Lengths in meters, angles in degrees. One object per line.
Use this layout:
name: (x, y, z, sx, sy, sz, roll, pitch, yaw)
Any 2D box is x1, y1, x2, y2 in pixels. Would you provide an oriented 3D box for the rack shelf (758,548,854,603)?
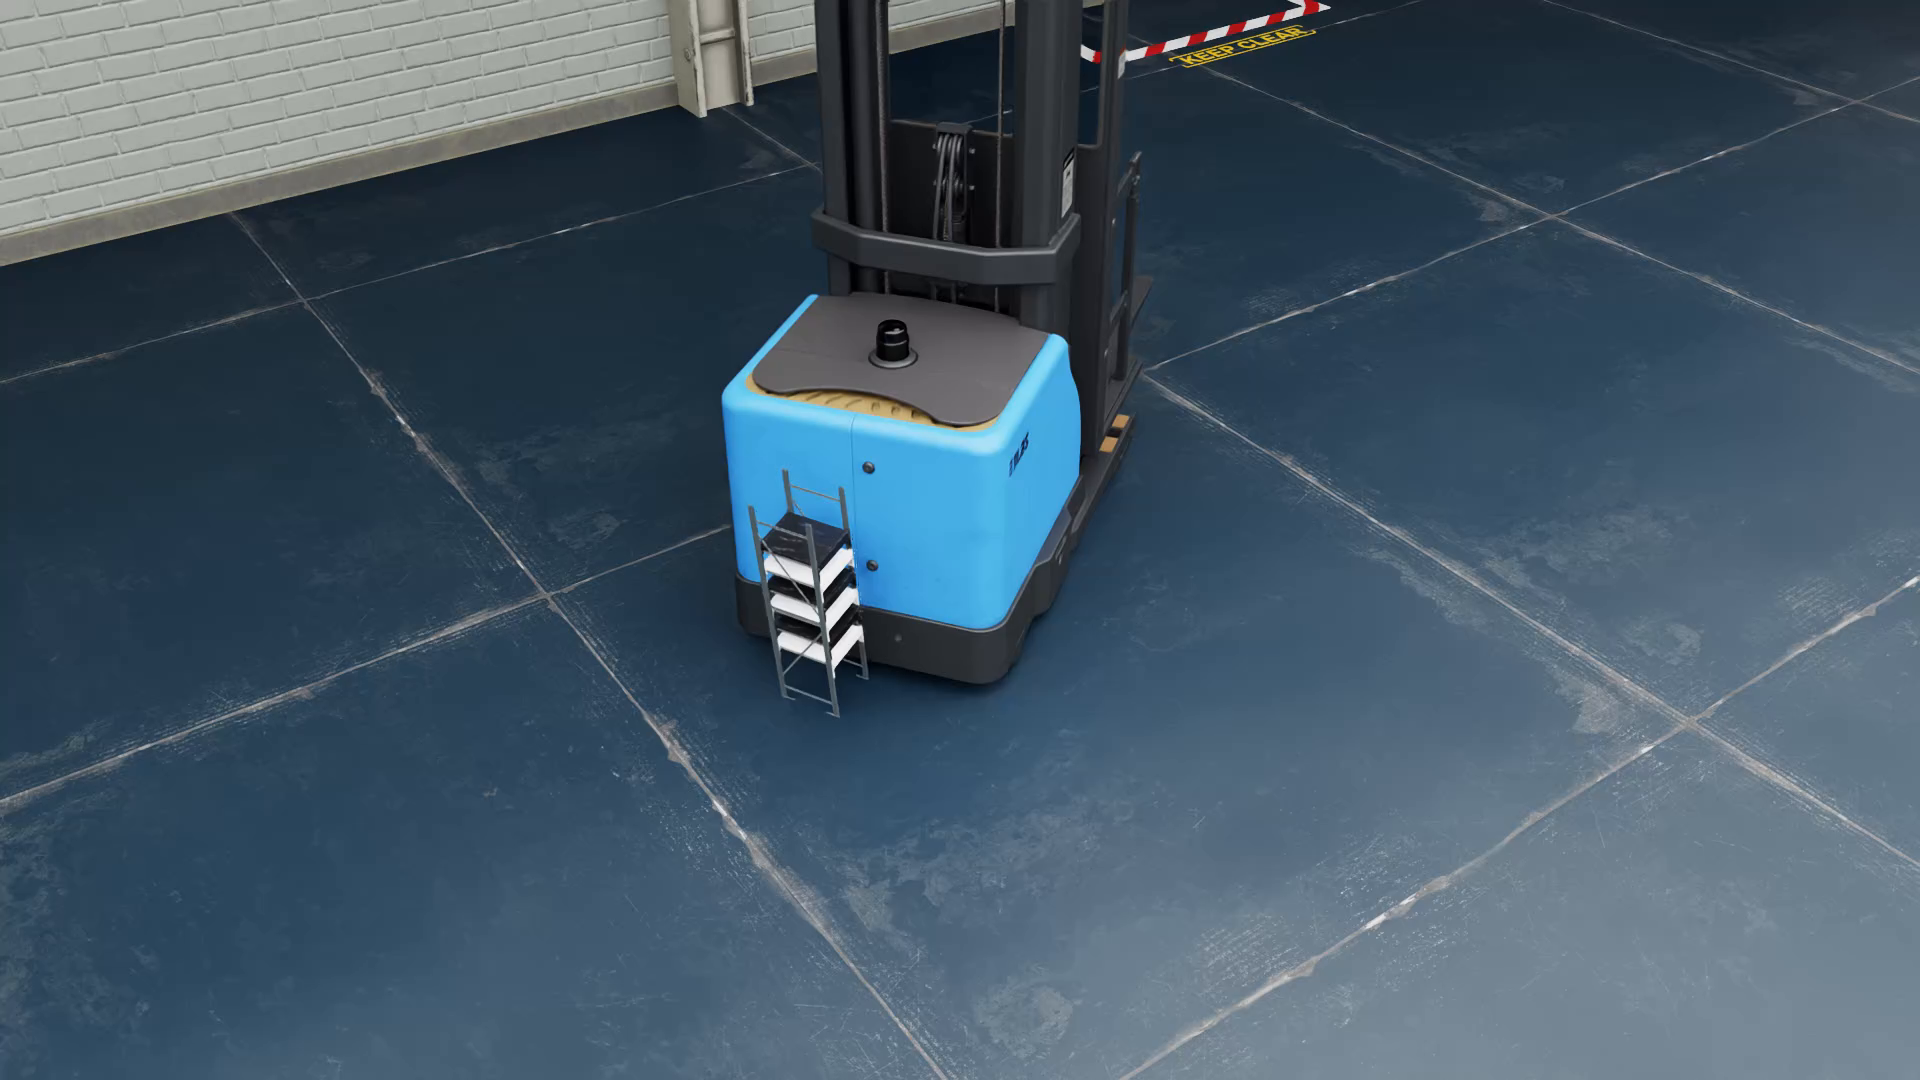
rack shelf: (-0.516, 0.086, 5.594, 0.258, 0.077, 0.200, 18, 46, 23)

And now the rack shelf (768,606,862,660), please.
rack shelf: (-0.501, 0.289, 5.772, 0.258, 0.077, 0.200, 18, 46, 23)

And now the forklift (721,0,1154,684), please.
forklift: (0.134, -1.537, 6.377, 1.130, 2.935, 3.031, 11, 37, 15)

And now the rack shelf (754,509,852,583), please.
rack shelf: (-0.520, 0.019, 5.534, 0.258, 0.077, 0.200, 18, 46, 23)

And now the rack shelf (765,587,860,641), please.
rack shelf: (-0.506, 0.221, 5.713, 0.258, 0.077, 0.200, 18, 46, 23)

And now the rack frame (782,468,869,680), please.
rack frame: (-0.460, 0.135, 5.756, 0.240, 0.900, 0.006, 18, 46, 23)

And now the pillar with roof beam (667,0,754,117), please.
pillar with roof beam: (0.918, -4.389, 5.145, 0.400, 9.000, 9.100, -22, 41, -28)

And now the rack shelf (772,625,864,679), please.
rack shelf: (-0.497, 0.356, 5.832, 0.258, 0.077, 0.200, 18, 46, 23)

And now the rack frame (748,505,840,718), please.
rack frame: (-0.556, 0.257, 5.625, 0.240, 0.900, 0.006, 18, 46, 23)

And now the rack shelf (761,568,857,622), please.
rack shelf: (-0.511, 0.154, 5.653, 0.258, 0.077, 0.200, 18, 46, 23)

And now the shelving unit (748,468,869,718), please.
shelving unit: (-0.508, 0.196, 5.691, 0.258, 0.900, 0.210, 18, 46, 23)
